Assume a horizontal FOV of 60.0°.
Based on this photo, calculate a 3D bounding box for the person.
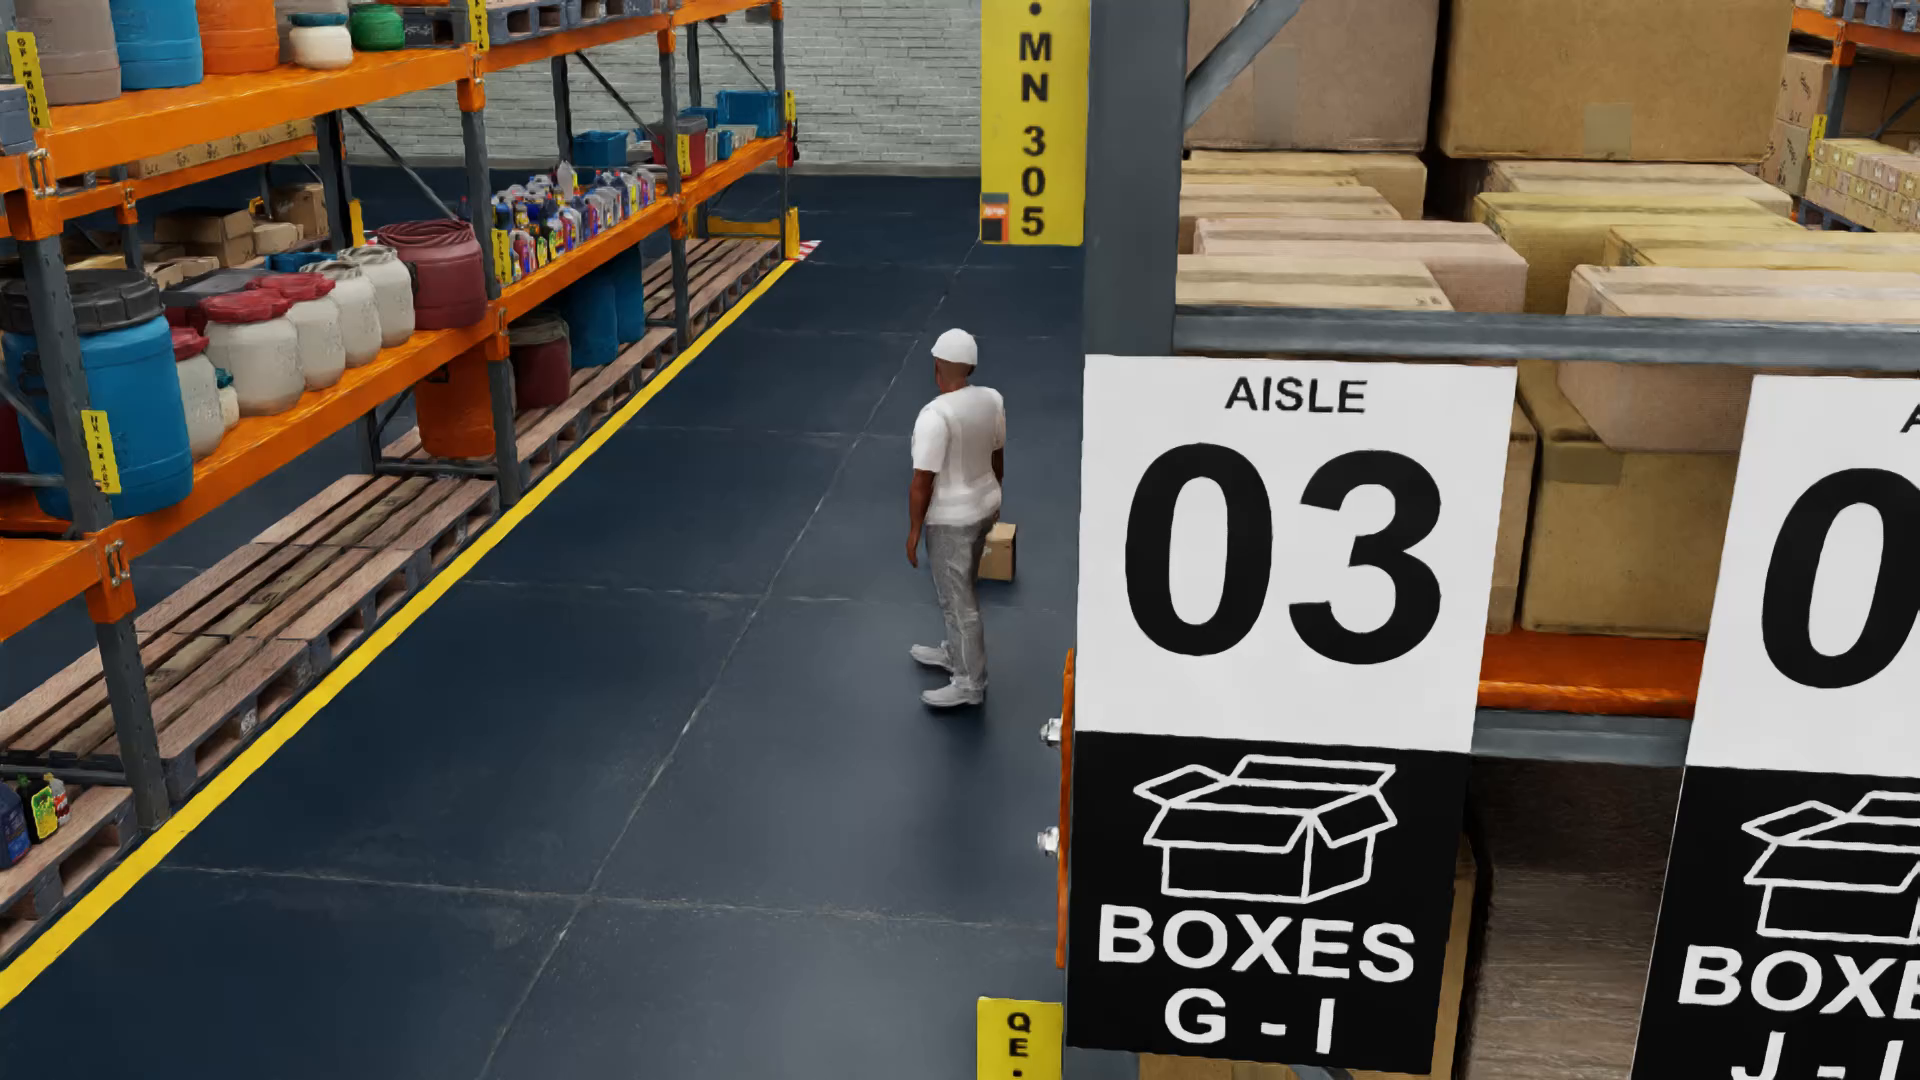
[{"bbox_3d":[-0.052,-0.136,7.833,0.572,1.763,0.675,13,25,31],"label":"person"}]
